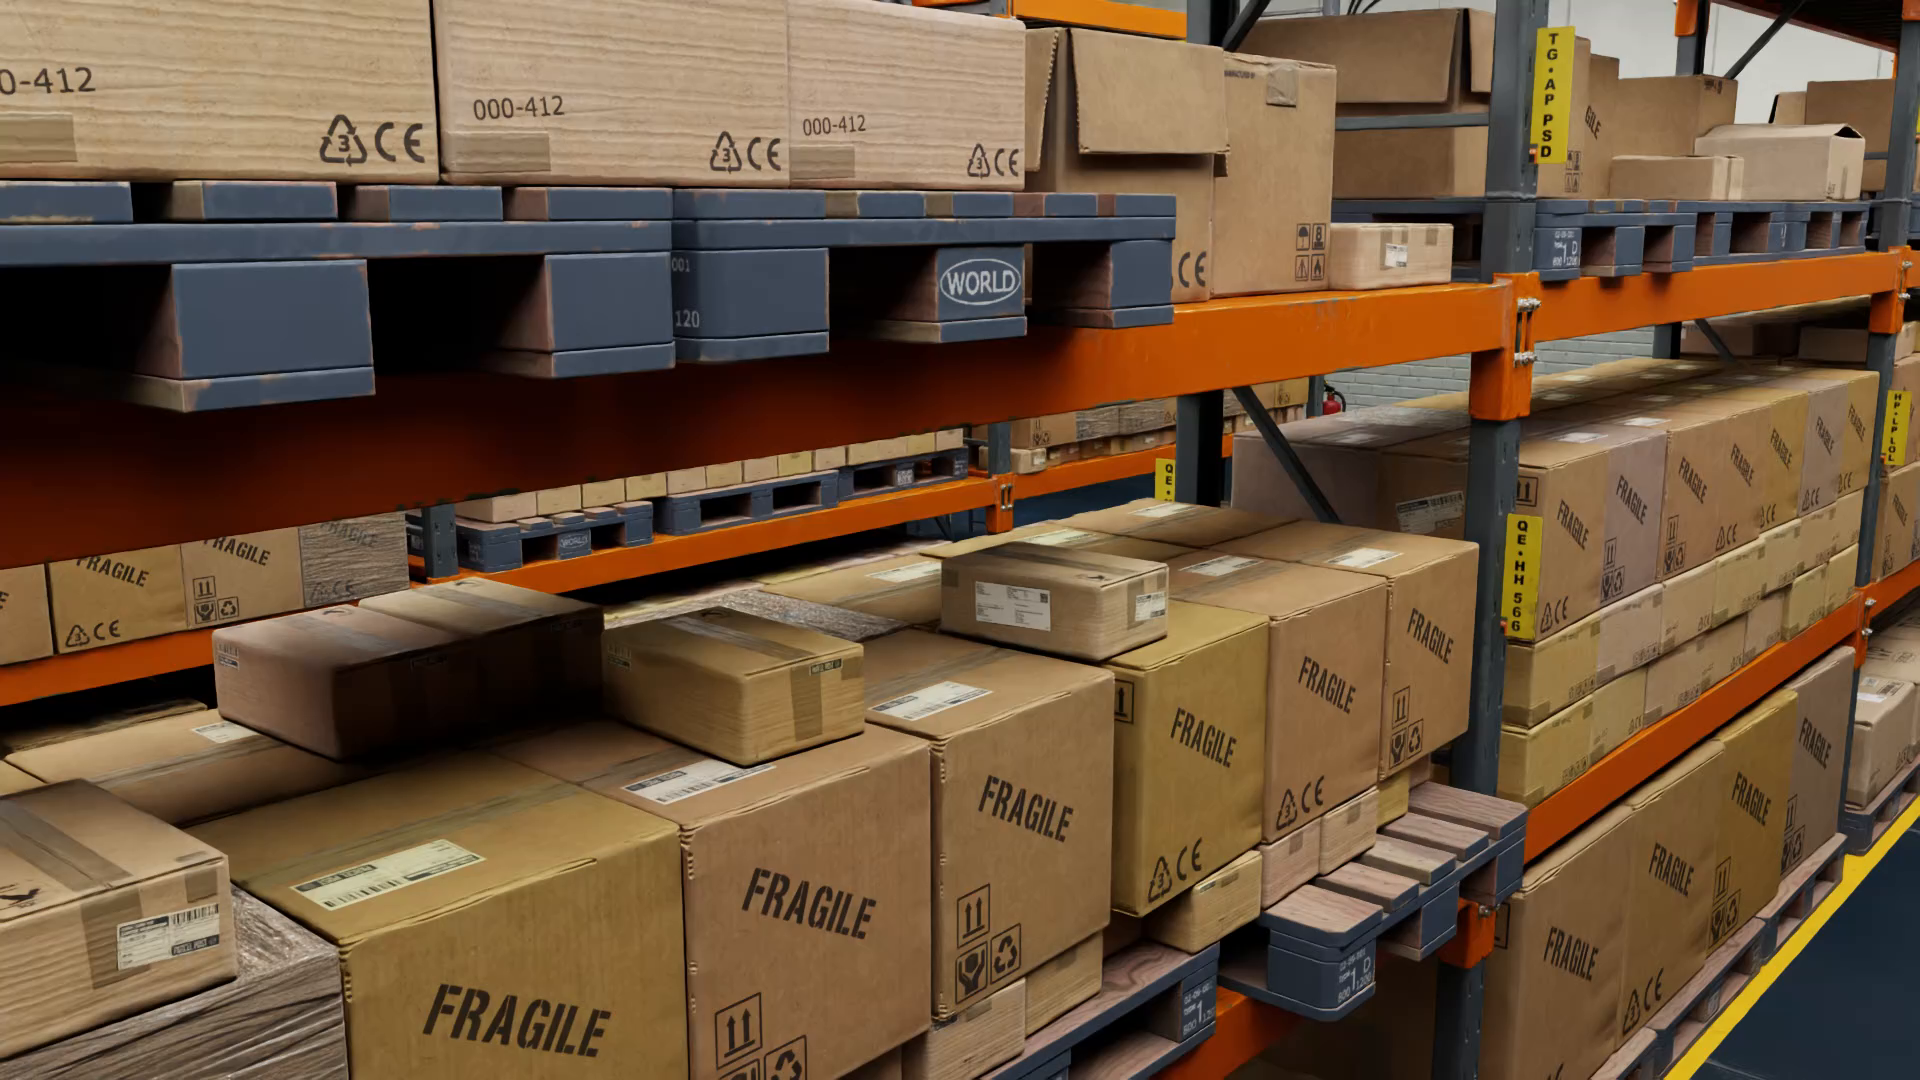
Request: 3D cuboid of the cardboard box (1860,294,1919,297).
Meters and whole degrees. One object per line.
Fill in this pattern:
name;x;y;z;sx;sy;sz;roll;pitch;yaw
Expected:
cardboard box;5.892;-1.462;10.447;0.380;0.149;0.250;10;15;42

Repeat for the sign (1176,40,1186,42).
sign;0.642;-1.280;4.821;0.100;0.325;0.005;10;15;40

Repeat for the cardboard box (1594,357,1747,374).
cardboard box;3.187;-0.544;7.508;0.500;0.500;0.500;10;15;41

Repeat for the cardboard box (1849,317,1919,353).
cardboard box;4.601;-1.014;8.206;0.380;0.149;0.250;10;15;40

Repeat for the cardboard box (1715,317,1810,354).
cardboard box;3.913;-1.001;8.140;0.380;0.149;0.250;10;15;42

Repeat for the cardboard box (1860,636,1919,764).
cardboard box;4.779;0.808;9.017;0.875;0.438;0.875;9;15;39

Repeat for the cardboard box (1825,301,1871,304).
cardboard box;5.221;-1.304;9.657;0.380;0.149;0.250;10;15;41

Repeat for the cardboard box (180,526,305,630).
cardboard box;-3.158;0.056;7.056;0.500;0.500;0.500;10;15;40

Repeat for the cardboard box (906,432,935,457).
cardboard box;-0.376;-0.618;10.255;0.380;0.149;0.250;10;15;41

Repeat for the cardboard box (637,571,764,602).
cardboard box;-1.424;0.367;9.149;0.500;0.250;0.500;10;15;41

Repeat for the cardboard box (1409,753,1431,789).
cardboard box;1.014;0.552;4.397;0.380;0.149;0.250;11;15;42

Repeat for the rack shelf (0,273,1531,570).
rack shelf;-0.267;-0.268;3.111;1.077;0.370;4.000;10;15;40

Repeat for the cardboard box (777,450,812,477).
cardboard box;-1.062;-0.464;9.485;0.380;0.149;0.250;11;15;43

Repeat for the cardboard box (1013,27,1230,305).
cardboard box;0.068;-0.737;3.362;0.797;0.503;0.637;10;15;40

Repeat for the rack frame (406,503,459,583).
rack frame;-2.732;-0.069;7.937;1.000;3.000;0.127;10;15;40

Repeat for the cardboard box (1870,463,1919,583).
cardboard box;4.200;-0.117;7.920;0.500;0.500;0.500;10;15;42

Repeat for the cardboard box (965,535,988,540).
cardboard box;0.246;0.076;11.896;0.380;0.149;0.250;10;15;40

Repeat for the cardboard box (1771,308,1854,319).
cardboard box;4.549;-1.156;8.917;0.380;0.149;0.250;9;15;39

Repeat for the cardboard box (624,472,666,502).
cardboard box;-1.753;-0.311;8.716;0.380;0.149;0.250;11;16;43

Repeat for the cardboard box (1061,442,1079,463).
cardboard box;0.593;-0.627;11.374;0.380;0.149;0.250;9;14;38

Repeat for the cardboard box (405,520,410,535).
cardboard box;-4.747;-0.249;13.193;1.225;0.875;0.875;9;14;38

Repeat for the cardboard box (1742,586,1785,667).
cardboard box;2.902;0.286;6.541;0.500;0.250;0.500;9;15;39

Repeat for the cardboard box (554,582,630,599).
cardboard box;-2.152;0.373;9.120;0.500;0.250;0.500;10;15;41

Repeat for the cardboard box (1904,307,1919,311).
cardboard box;5.259;-1.169;8.979;0.380;0.149;0.250;10;15;42

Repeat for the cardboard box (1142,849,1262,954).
cardboard box;0.415;0.722;3.546;0.380;0.149;0.250;10;15;41

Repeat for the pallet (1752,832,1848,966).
pallet;3.241;1.458;7.410;1.003;0.211;1.213;10;15;40

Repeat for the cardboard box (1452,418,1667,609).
cardboard box;1.883;-0.098;5.277;0.500;0.500;0.500;10;15;41

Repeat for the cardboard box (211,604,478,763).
cardboard box;-1.007;0.225;2.720;0.380;0.149;0.250;9;15;39

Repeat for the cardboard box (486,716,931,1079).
cardboard box;-0.396;0.567;2.665;0.500;0.500;0.500;10;15;40

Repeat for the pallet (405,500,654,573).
pallet;-2.341;-0.094;8.550;1.213;0.211;1.003;10;15;40

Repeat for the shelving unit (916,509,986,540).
shelving unit;-0.004;-0.734;15.098;0.431;1.500;0.755;10;15;40

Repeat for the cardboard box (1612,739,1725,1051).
cardboard box;2.163;1.170;6.084;0.875;0.875;0.875;10;15;41

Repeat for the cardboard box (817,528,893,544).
cardboard box;-0.778;0.069;10.641;0.500;0.250;0.500;9;14;38

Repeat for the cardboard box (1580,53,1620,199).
cardboard box;1.999;-1.467;5.949;0.500;0.500;0.500;10;15;41

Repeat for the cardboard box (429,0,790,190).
cardboard box;-0.566;-0.568;2.086;0.500;0.250;0.500;10;15;40

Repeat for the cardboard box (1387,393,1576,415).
cardboard box;1.863;-0.242;5.995;0.500;0.500;0.500;10;15;40

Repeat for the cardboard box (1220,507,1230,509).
cardboard box;2.105;-0.151;13.035;0.380;0.149;0.250;9;15;39

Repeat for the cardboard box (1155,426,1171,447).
cardboard box;1.316;-0.779;12.134;0.380;0.149;0.250;11;15;42

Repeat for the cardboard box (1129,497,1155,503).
cardboard box;1.594;-0.236;13.461;0.380;0.149;0.250;10;15;40

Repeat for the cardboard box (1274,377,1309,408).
cardboard box;2.446;-1.342;13.294;0.500;0.500;0.500;10;15;41

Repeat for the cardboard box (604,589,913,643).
cardboard box;-0.438;0.421;3.399;0.500;0.500;0.500;9;14;38

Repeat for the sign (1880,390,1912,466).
sign;4.108;-0.493;7.304;0.100;0.325;0.005;10;15;40

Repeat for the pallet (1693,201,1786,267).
pallet;2.174;-1.089;5.867;1.003;0.211;1.213;11;16;43

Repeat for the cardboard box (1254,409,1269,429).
cardboard box;2.200;-0.968;13.079;0.380;0.149;0.250;10;15;40

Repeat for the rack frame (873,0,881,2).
rack frame;-1.110;-4.844;16.528;1.000;3.000;0.127;10;15;40

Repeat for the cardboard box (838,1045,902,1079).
cardboard box;-0.318;0.866;2.827;0.380;0.149;0.250;10;15;41

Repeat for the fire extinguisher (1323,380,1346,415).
fire extinguisher;3.062;-1.003;13.761;0.296;0.674;0.183;10;15;40

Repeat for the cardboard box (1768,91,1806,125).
cardboard box;4.560;-2.012;8.413;0.637;0.503;0.797;-11;16;-43

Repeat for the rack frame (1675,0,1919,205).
rack frame;3.694;-2.974;7.166;1.000;3.000;0.127;10;15;40

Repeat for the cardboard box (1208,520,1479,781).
cardboard box;0.962;0.258;4.213;0.500;0.500;0.500;9;15;39

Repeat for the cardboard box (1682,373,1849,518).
cardboard box;3.251;-0.397;6.769;0.500;0.500;0.500;10;15;41

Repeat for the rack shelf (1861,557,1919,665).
rack shelf;5.014;0.026;9.298;1.077;0.370;4.000;10;15;40

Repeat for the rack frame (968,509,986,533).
rack frame;0.237;-0.788;15.368;0.400;1.500;0.023;10;15;40

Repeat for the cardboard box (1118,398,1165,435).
cardboard box;1.106;-1.036;11.764;0.500;0.500;0.500;9;15;39

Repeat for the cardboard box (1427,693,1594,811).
cardboard box;1.565;0.590;5.020;0.500;0.250;0.500;9;15;39

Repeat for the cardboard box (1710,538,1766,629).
cardboard box;2.598;0.121;6.091;0.500;0.250;0.500;10;15;41

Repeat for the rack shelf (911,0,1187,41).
rack shelf;1.229;-3.539;11.840;1.077;0.370;4.000;10;15;40
